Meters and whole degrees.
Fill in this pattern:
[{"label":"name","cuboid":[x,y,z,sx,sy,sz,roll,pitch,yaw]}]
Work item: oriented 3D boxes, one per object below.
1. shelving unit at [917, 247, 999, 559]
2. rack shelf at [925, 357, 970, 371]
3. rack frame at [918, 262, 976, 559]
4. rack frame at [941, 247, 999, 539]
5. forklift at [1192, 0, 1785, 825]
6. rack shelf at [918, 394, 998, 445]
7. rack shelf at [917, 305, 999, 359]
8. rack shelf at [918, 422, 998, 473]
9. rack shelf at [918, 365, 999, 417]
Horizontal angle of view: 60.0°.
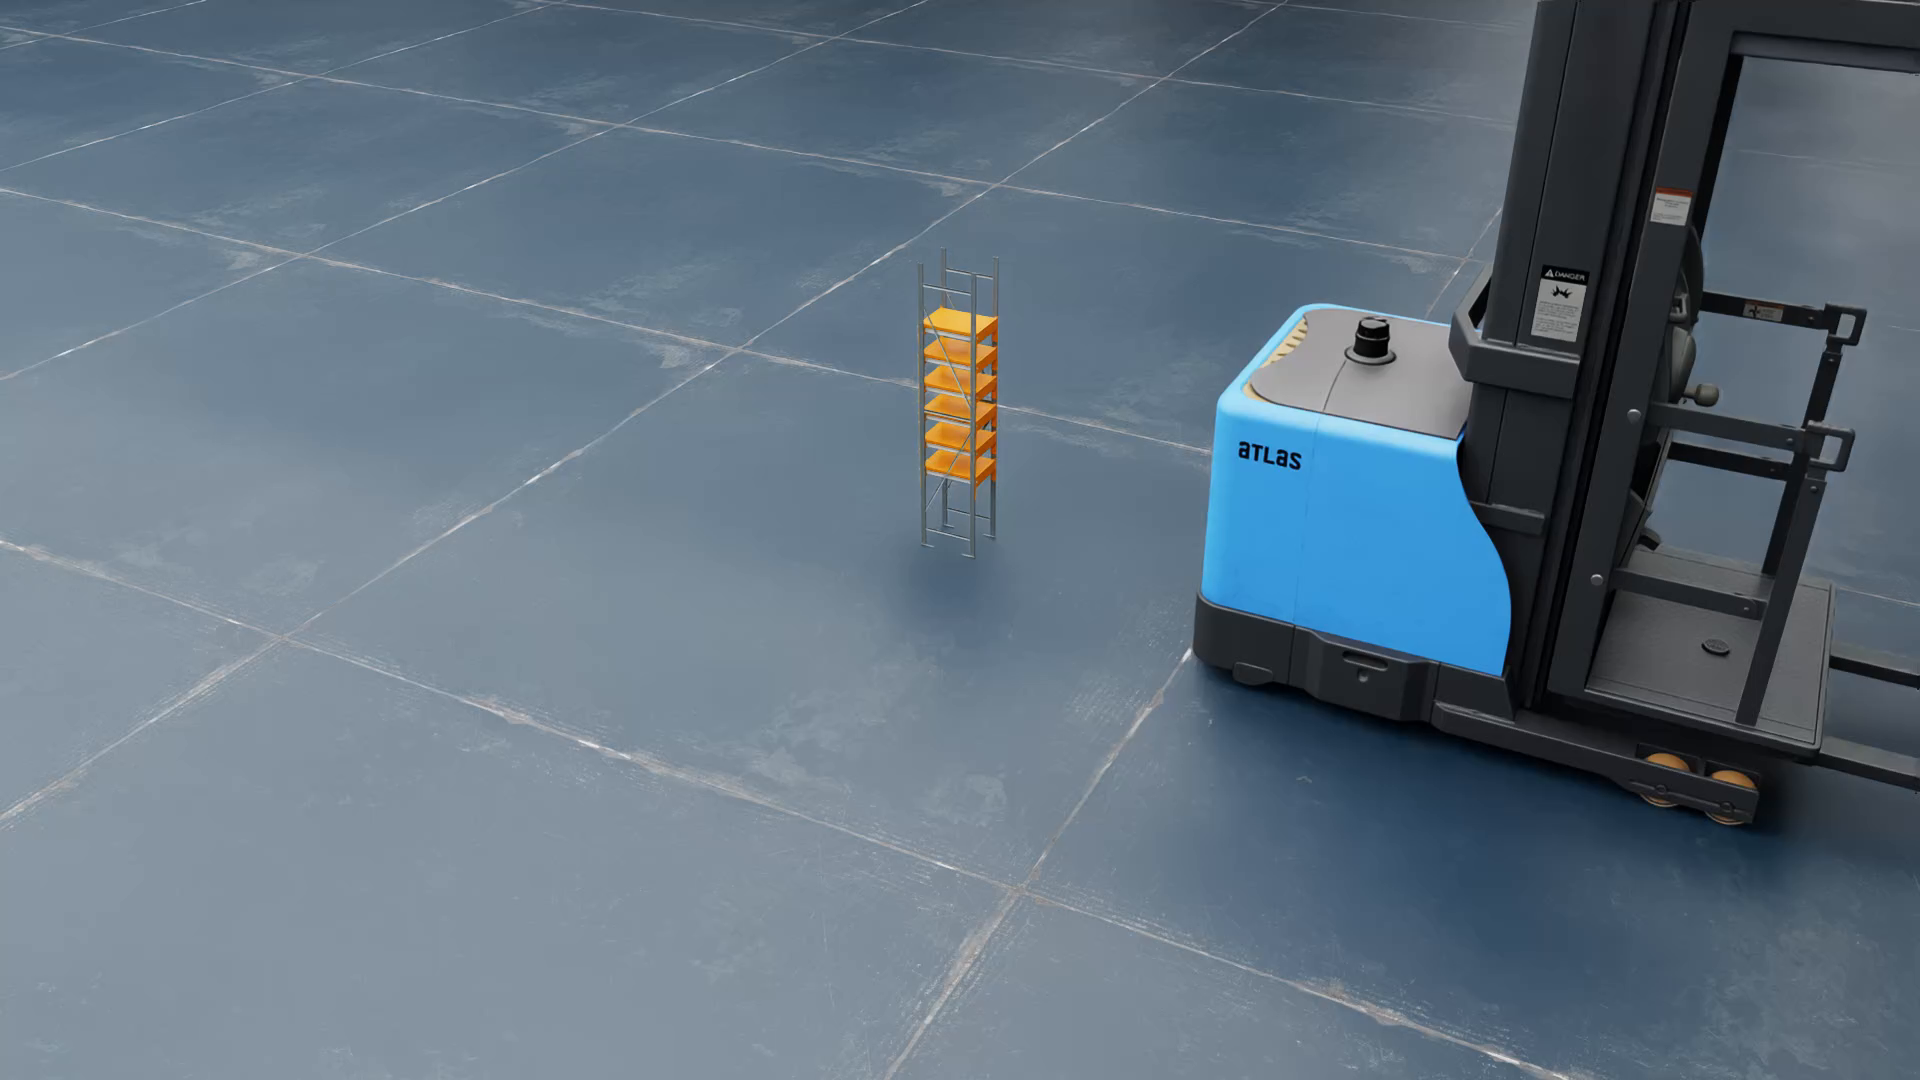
[{"label":"shelving unit","cuboid":[-0.007,-0.514,6.440,0.258,1.200,0.189,14,33,23]},{"label":"rack shelf","cuboid":[-0.007,-0.701,6.333,0.199,0.020,0.166,14,33,23]},{"label":"rack frame","cuboid":[-0.048,-0.473,6.369,0.240,1.200,0.006,14,33,23]},{"label":"rack frame","cuboid":[0.035,-0.554,6.511,0.240,1.200,0.006,14,33,23]},{"label":"forklift","cuboid":[2.379,-0.684,4.998,3.031,2.935,1.130,14,33,23]},{"label":"rack shelf","cuboid":[-0.007,-0.475,6.462,0.258,0.103,0.180,14,33,23]},{"label":"rack shelf","cuboid":[-0.007,-0.788,6.283,0.258,0.103,0.180,14,33,23]},{"label":"rack shelf","cuboid":[-0.007,-0.371,6.522,0.258,0.103,0.180,14,33,23]},{"label":"rack shelf","cuboid":[-0.007,-0.579,6.402,0.258,0.103,0.180,14,33,23]}]
